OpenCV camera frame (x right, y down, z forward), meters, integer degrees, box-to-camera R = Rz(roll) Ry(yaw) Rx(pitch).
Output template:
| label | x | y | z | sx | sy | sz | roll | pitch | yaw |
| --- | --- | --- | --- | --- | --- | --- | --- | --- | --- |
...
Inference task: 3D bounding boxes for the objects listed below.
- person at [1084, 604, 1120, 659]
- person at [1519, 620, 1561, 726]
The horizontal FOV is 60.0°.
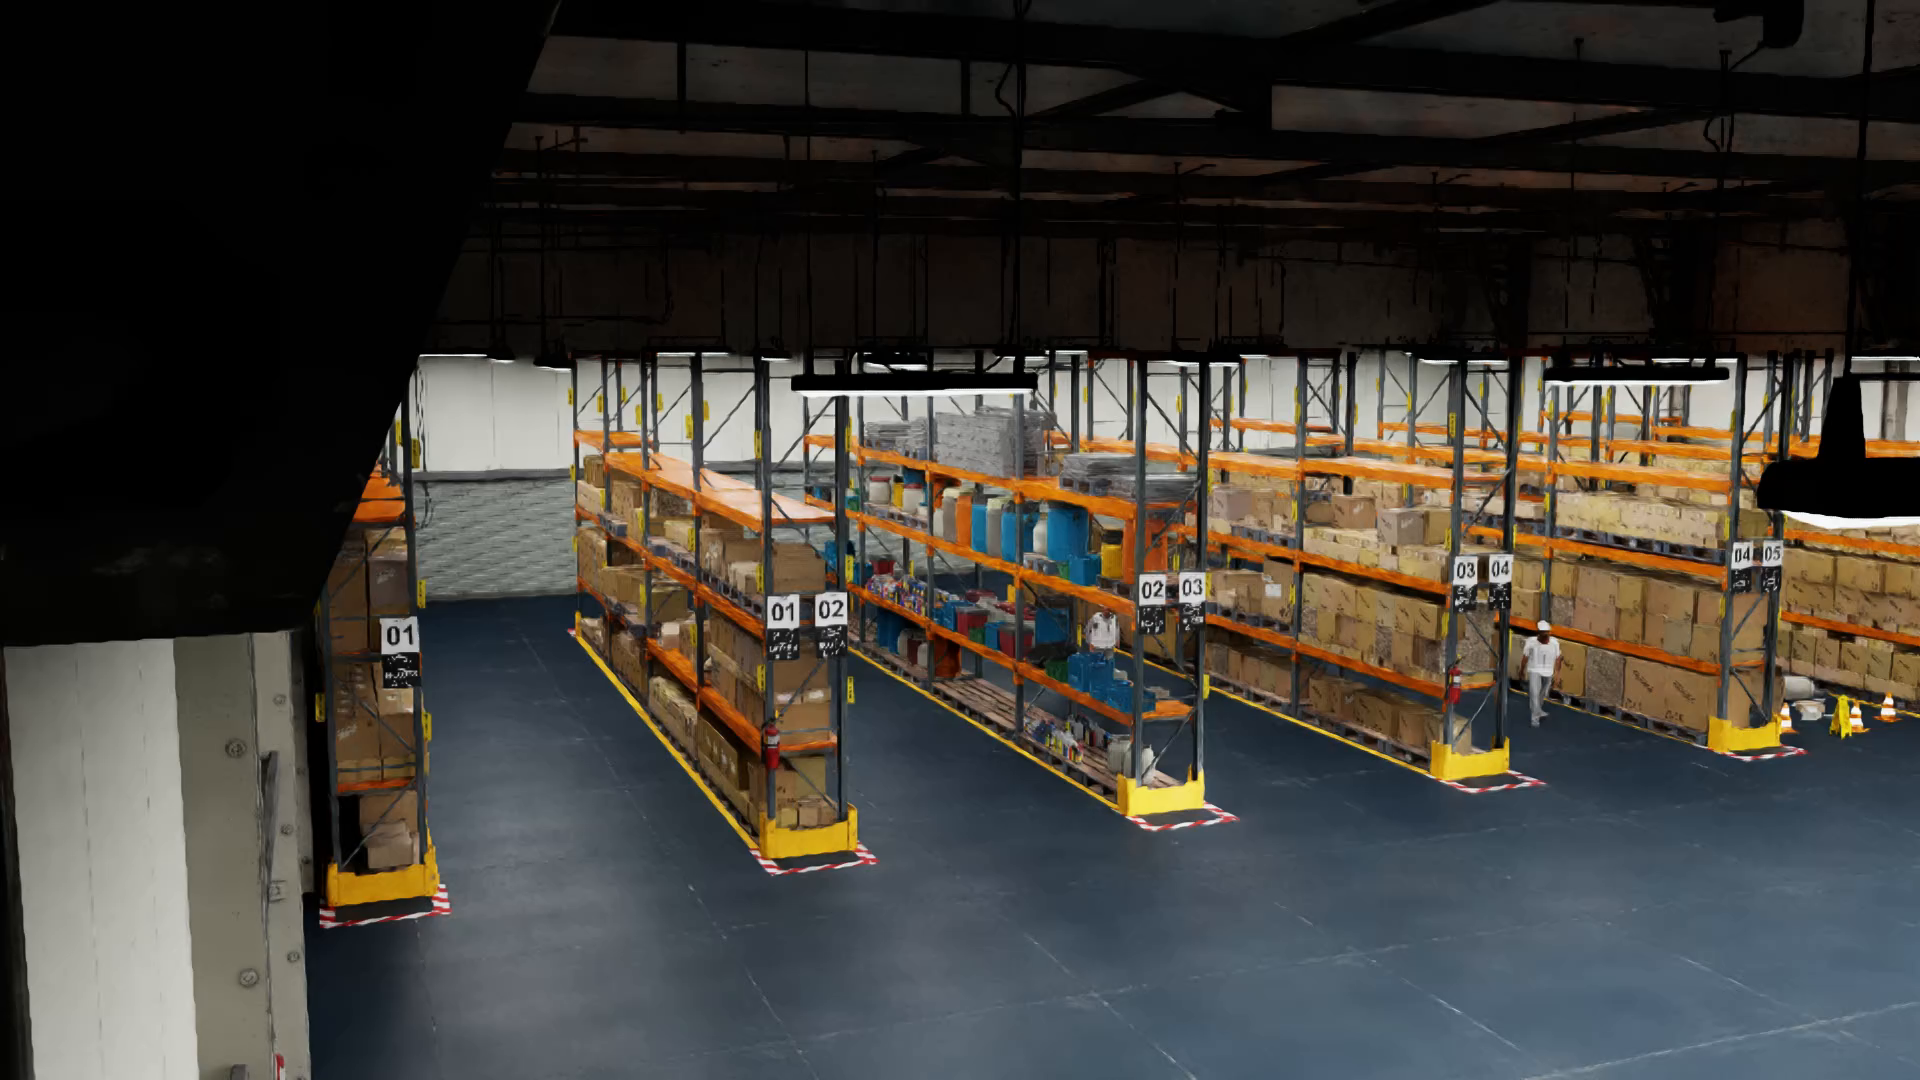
| label | x | y | z | sx | sy | sz | roll | pitch | yaw |
| --- | --- | --- | --- | --- | --- | --- | --- | --- | --- |
| person | 2.511 | 1.836 | 29.273 | 0.677 | 1.701 | 0.574 | -3 | 8 | -22 |
| person | 9.439 | 2.136 | 27.029 | 0.617 | 1.715 | 0.972 | 0 | 7 | 1 |
